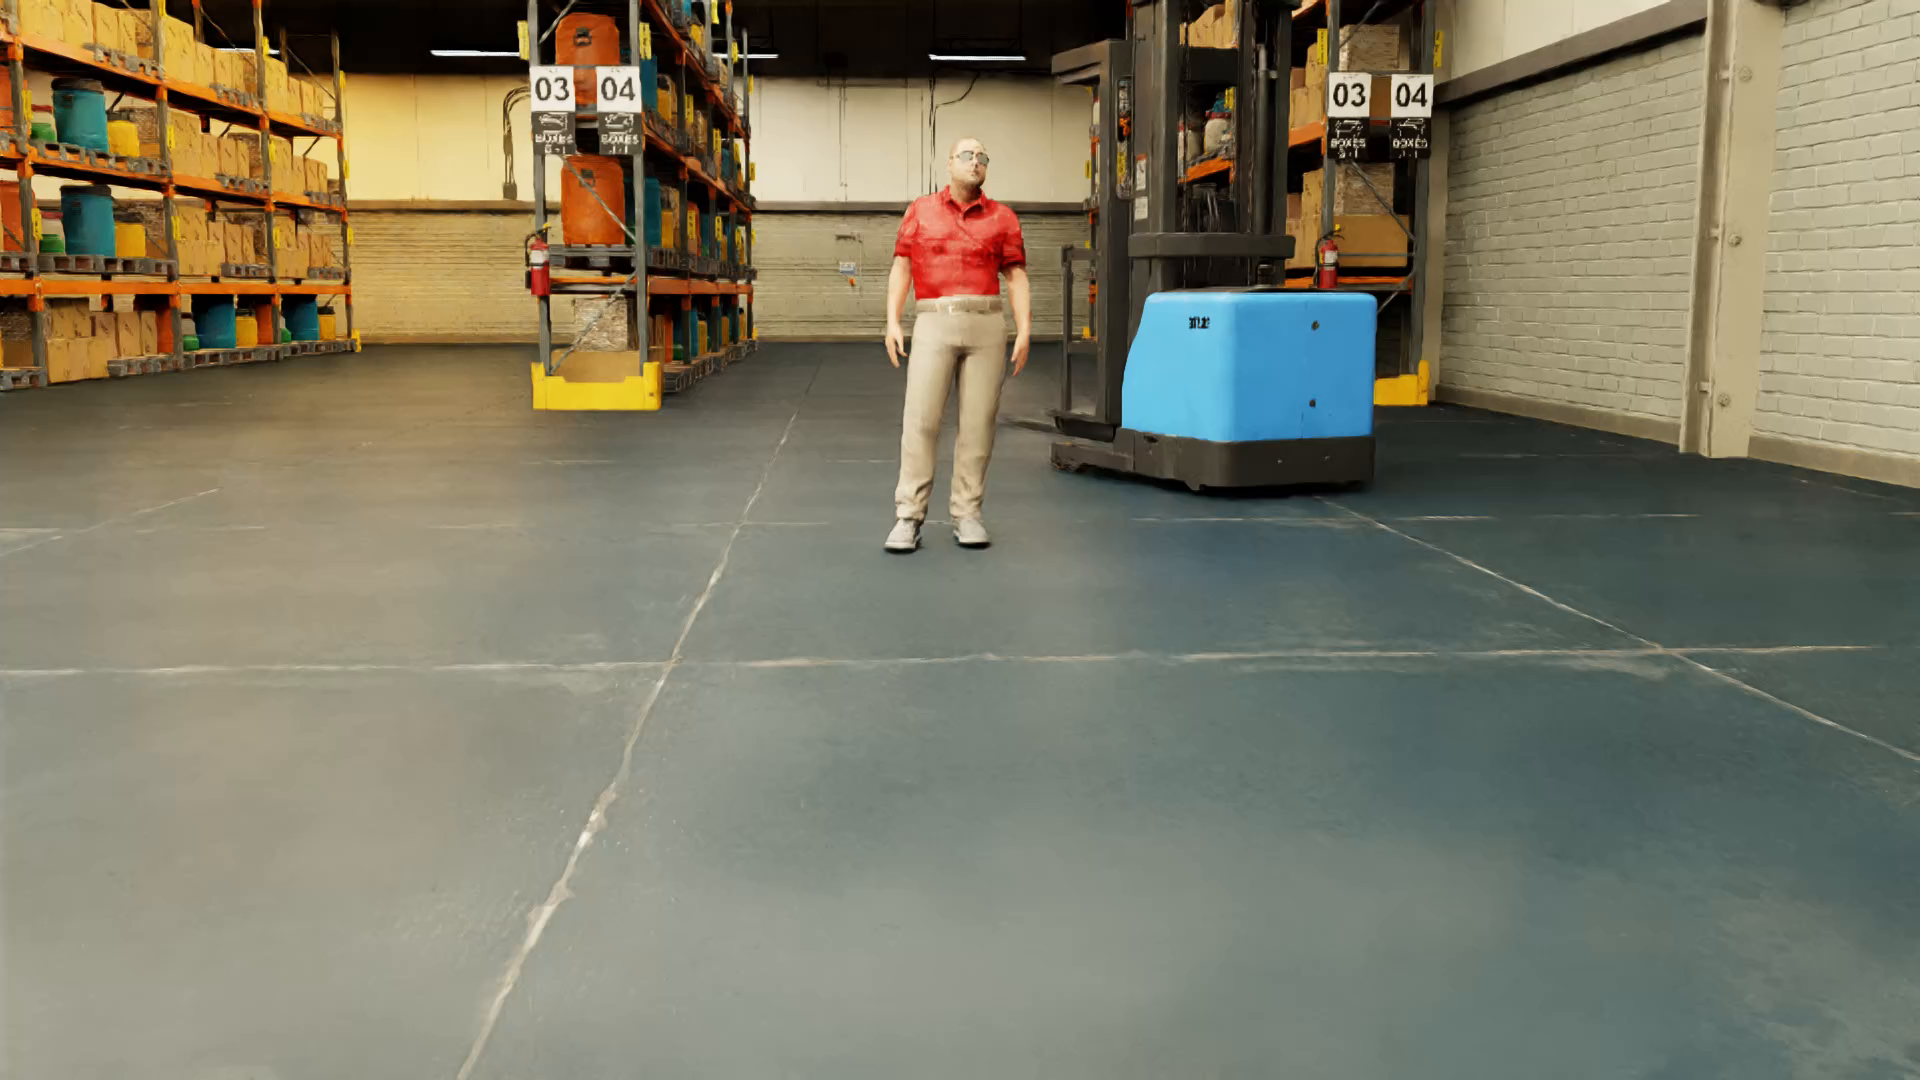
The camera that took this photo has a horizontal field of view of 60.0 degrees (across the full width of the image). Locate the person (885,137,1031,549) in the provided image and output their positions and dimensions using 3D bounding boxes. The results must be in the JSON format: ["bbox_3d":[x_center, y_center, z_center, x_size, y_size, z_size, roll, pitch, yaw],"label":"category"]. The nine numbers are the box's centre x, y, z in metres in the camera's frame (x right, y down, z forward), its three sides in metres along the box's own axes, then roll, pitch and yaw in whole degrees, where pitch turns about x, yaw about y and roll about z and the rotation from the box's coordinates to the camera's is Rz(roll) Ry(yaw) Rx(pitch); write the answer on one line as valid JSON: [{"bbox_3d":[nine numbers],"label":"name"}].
[{"bbox_3d":[-0.006,-0.849,7.093,0.640,1.726,0.550,-1,8,-4],"label":"person"}]

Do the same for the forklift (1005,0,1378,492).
[{"bbox_3d":[1.216,-1.885,10.024,1.130,2.935,3.031,-4,9,-23],"label":"forklift"}]
